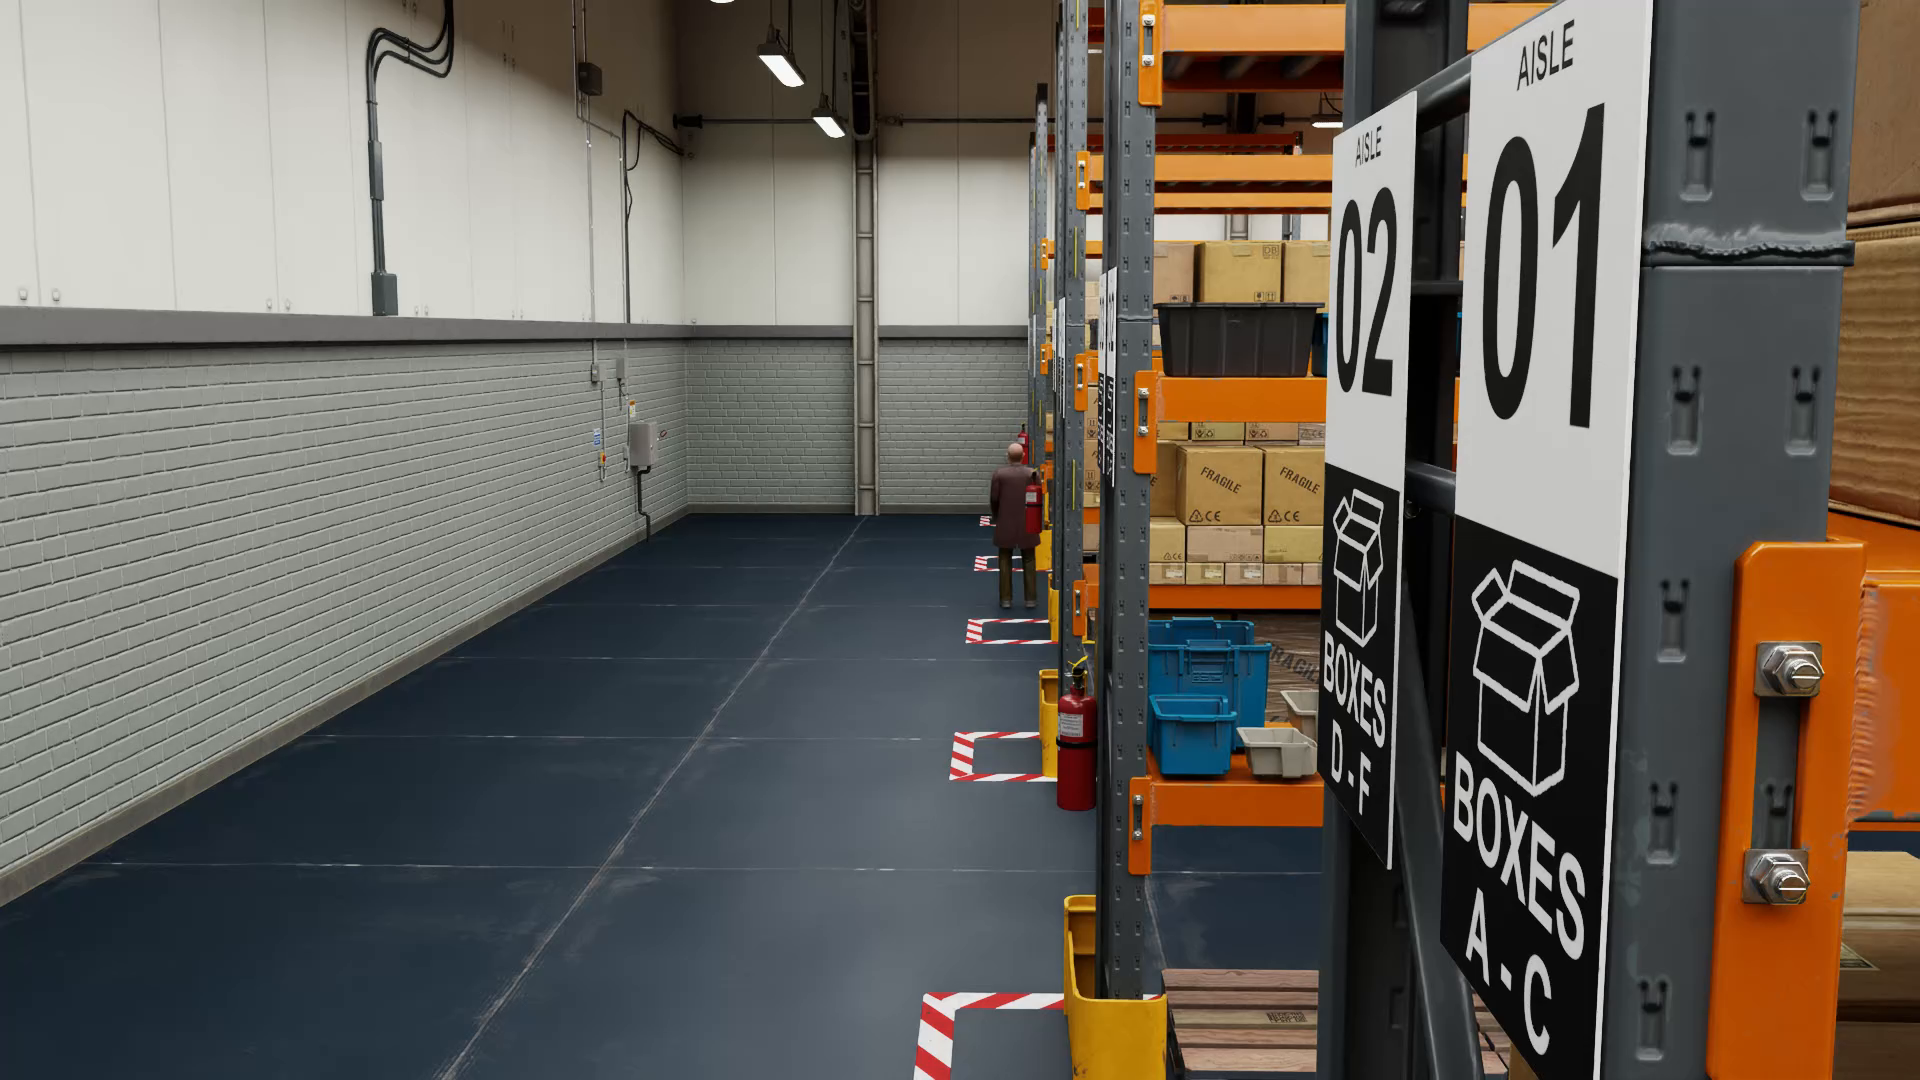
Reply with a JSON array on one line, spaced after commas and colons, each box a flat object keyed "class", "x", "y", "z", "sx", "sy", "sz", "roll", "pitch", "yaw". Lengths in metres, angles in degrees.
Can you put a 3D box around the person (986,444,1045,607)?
[{"class": "person", "x": 0.607, "y": -0.098, "z": 18.100, "sx": 0.645, "sy": 1.655, "sz": 0.419, "roll": 0, "pitch": 7, "yaw": 1}]
